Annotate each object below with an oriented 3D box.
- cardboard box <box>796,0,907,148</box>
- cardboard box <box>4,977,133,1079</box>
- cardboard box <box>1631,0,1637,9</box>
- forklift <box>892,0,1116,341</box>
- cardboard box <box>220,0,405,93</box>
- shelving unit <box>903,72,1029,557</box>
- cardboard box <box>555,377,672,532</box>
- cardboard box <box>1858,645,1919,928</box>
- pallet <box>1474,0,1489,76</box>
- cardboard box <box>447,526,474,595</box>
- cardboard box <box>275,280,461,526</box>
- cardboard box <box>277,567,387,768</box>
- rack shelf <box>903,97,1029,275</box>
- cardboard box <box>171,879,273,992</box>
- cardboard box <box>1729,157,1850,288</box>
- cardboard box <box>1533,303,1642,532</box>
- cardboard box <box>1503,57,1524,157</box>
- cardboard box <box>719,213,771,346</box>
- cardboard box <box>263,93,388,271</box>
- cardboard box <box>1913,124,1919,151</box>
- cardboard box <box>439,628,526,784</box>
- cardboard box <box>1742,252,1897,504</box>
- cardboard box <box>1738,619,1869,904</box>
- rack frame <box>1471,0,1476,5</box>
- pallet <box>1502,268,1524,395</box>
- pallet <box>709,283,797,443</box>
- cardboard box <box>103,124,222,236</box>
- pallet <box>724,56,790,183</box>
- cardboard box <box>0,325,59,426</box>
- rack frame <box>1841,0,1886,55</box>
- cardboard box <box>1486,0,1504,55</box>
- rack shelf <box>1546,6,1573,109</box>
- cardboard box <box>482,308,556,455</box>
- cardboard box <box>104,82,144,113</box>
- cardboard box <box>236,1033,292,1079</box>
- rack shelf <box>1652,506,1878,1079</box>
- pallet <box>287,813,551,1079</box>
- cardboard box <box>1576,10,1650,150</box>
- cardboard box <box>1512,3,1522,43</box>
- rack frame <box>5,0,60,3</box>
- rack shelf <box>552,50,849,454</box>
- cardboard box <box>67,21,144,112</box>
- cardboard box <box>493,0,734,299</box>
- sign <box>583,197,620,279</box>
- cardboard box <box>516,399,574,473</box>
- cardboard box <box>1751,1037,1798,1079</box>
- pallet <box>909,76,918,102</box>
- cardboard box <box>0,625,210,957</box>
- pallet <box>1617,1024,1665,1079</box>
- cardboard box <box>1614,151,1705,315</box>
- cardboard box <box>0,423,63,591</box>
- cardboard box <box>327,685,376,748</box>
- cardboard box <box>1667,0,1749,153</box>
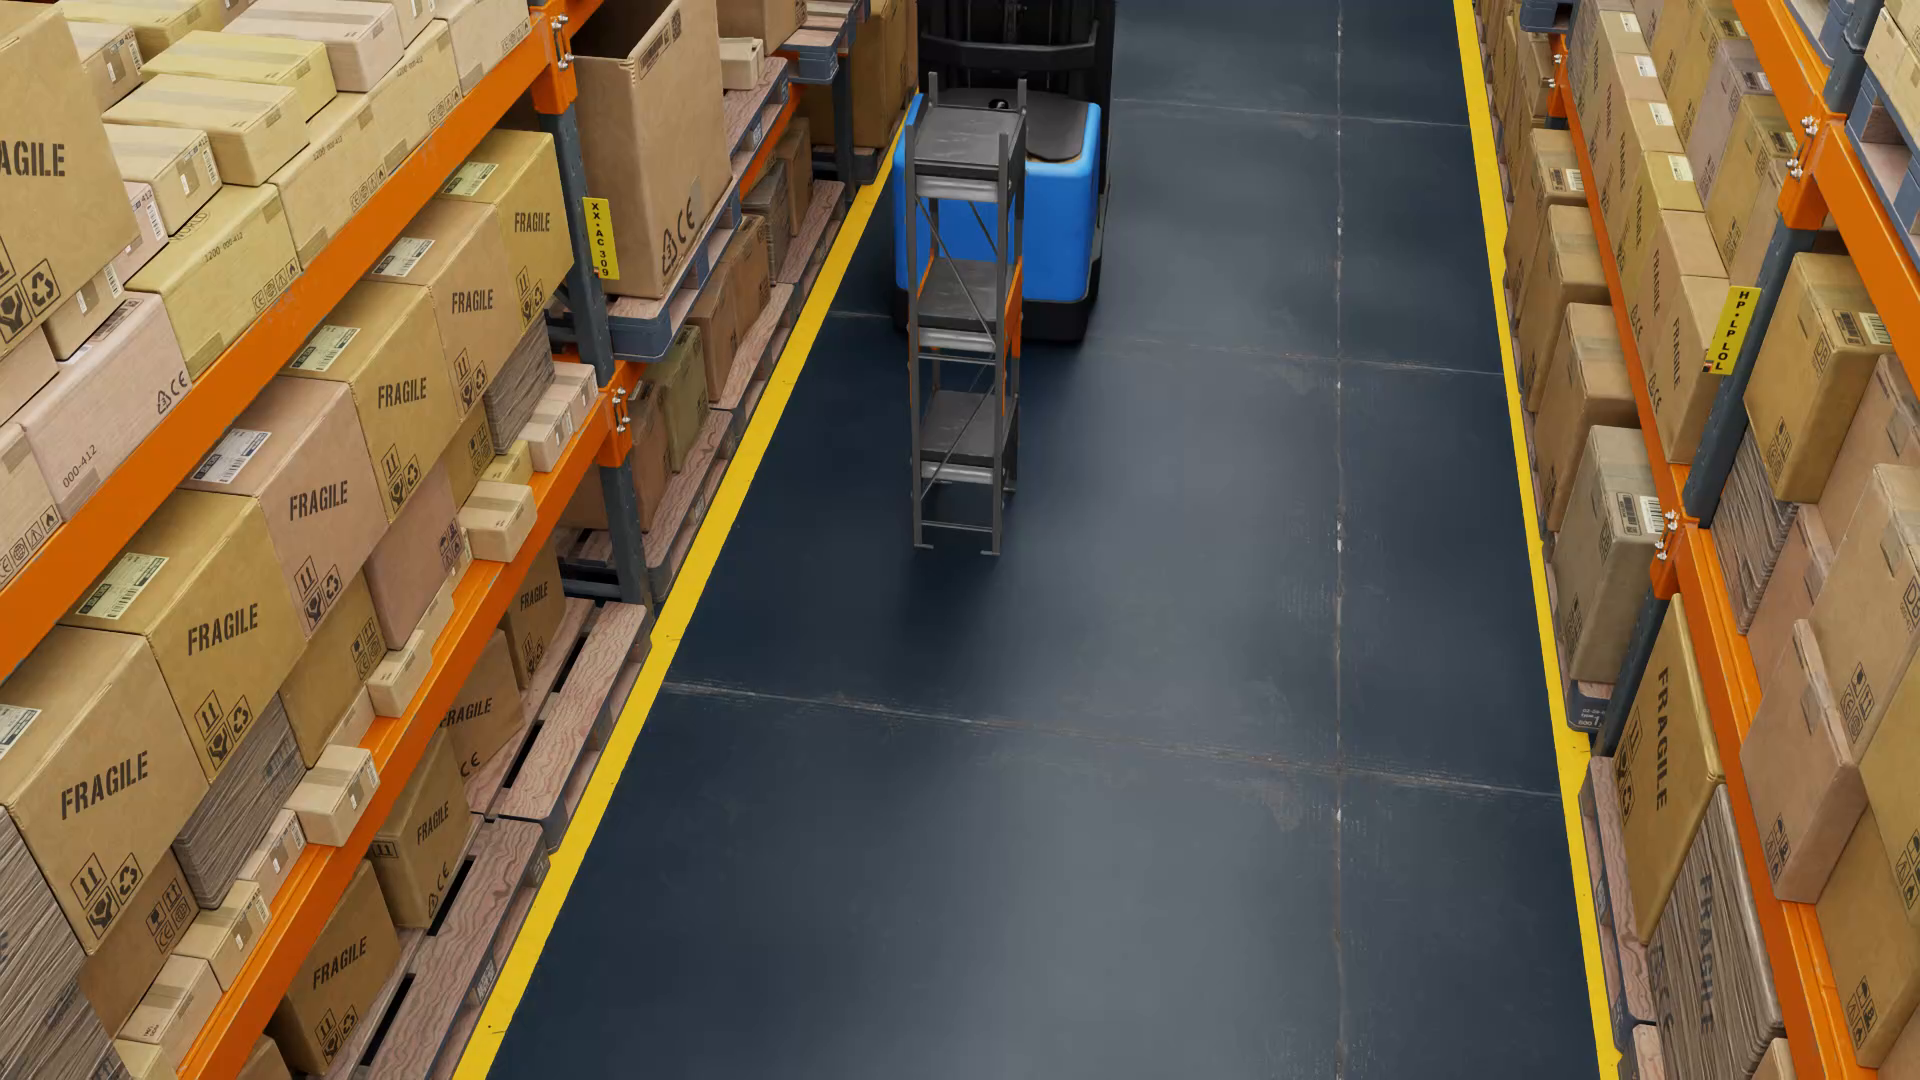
[{"bbox_3d":[-1.009,-3.098,10.481,1.225,0.875,0.875,5,40,6],"label":"cardboard box"},{"bbox_3d":[-2.411,1.201,3.632,0.875,0.500,0.500,6,40,8],"label":"cardboard box"},{"bbox_3d":[3.631,-2.858,7.989,0.700,0.500,0.500,6,40,7],"label":"cardboard box"},{"bbox_3d":[0.340,-3.134,9.240,1.130,2.935,3.031,5,40,6],"label":"forklift"},{"bbox_3d":[-1.730,-1.330,4.455,0.380,0.149,0.250,5,40,6],"label":"cardboard box"},{"bbox_3d":[0.029,-0.913,7.207,0.431,2.100,0.503,6,40,8],"label":"shelving unit"},{"bbox_3d":[-1.714,-0.403,7.500,0.700,0.500,0.500,4,40,4],"label":"cardboard box"},{"bbox_3d":[2.635,0.565,3.747,0.875,0.550,0.500,6,40,8],"label":"cardboard box"},{"bbox_3d":[4.277,-3.661,12.013,1.003,0.211,1.213,6,40,8],"label":"pallet"},{"bbox_3d":[-1.851,0.068,5.511,0.380,0.149,0.250,6,40,8],"label":"cardboard box"},{"bbox_3d":[-1.821,-0.412,4.798,0.500,0.500,0.500,6,40,8],"label":"cardboard box"},{"bbox_3d":[-2.216,0.252,4.779,0.875,0.500,0.500,6,40,8],"label":"cardboard box"},{"bbox_3d":[0.029,-1.442,6.769,0.431,0.518,0.480,6,40,8],"label":"rack shelf"},{"bbox_3d":[-2.056,1.015,4.365,0.380,0.149,0.250,6,40,8],"label":"cardboard box"},{"bbox_3d":[3.107,-0.940,5.670,0.700,0.500,0.500,6,40,7],"label":"cardboard box"},{"bbox_3d":[3.216,-0.503,7.441,1.050,0.750,0.750,6,40,8],"label":"cardboard box"},{"bbox_3d":[3.668,-2.680,10.270,0.500,0.500,0.500,8,40,9],"label":"cardboard box"},{"bbox_3d":[-1.420,-1.402,8.708,0.700,0.500,0.500,10,41,11],"label":"cardboard box"},{"bbox_3d":[-1.847,-0.951,4.309,0.500,0.250,0.500,6,40,7],"label":"cardboard box"},{"bbox_3d":[2.541,-0.953,3.984,0.380,0.149,0.250,6,40,8],"label":"cardboard box"},{"bbox_3d":[-2.042,0.594,6.309,0.500,0.500,0.500,19,43,21],"label":"cardboard box"},{"bbox_3d":[2.929,-0.450,4.975,0.875,0.550,0.550,6,40,8],"label":"cardboard box"},{"bbox_3d":[2.692,0.645,4.498,0.875,0.550,0.550,6,40,8],"label":"cardboard box"},{"bbox_3d":[4.411,-5.225,11.715,1.000,3.000,0.127,6,40,8],"label":"rack frame"},{"bbox_3d":[3.508,-1.153,8.979,1.003,0.211,1.213,6,40,8],"label":"pallet"},{"bbox_3d":[-1.499,-0.996,8.789,1.003,0.211,1.213,6,40,8],"label":"pallet"},{"bbox_3d":[-1.969,-0.843,3.867,0.380,0.149,0.250,5,40,6],"label":"cardboard box"},{"bbox_3d":[-1.451,-2.004,7.970,1.003,0.211,1.213,6,40,8],"label":"pallet"},{"bbox_3d":[-2.032,-0.342,3.261,0.380,0.149,0.250,6,40,8],"label":"cardboard box"},{"bbox_3d":[3.026,-2.516,3.731,1.000,3.000,0.127,6,40,8],"label":"rack frame"},{"bbox_3d":[3.932,-3.656,11.451,0.500,0.500,0.500,8,40,10],"label":"cardboard box"},{"bbox_3d":[4.065,-3.692,10.426,1.077,0.370,4.000,6,40,8],"label":"rack shelf"},{"bbox_3d":[-1.980,-0.692,5.921,0.875,0.500,0.500,6,40,8],"label":"cardboard box"},{"bbox_3d":[-2.354,-1.015,4.387,0.500,0.250,0.500,5,40,6],"label":"cardboard box"},{"bbox_3d":[-2.339,1.729,4.937,0.500,0.500,0.500,17,42,19],"label":"cardboard box"},{"bbox_3d":[2.680,1.328,4.354,1.077,0.370,4.000,6,40,8],"label":"rack shelf"},{"bbox_3d":[-2.131,1.454,5.826,1.003,0.211,1.213,6,40,8],"label":"pallet"},{"bbox_3d":[3.290,-2.181,7.956,0.500,0.500,0.500,6,40,7],"label":"cardboard box"},{"bbox_3d":[3.759,-3.295,10.425,0.500,0.250,0.500,7,40,9],"label":"cardboard box"},{"bbox_3d":[-6.027,-3.871,10.078,1.000,3.000,0.127,6,40,8],"label":"rack frame"},{"bbox_3d":[-1.495,-1.792,8.128,1.077,0.370,4.000,6,40,8],"label":"rack shelf"},{"bbox_3d":[-2.380,-1.237,4.343,0.380,0.149,0.250,6,40,7],"label":"cardboard box"},{"bbox_3d":[-1.566,-1.691,6.640,1.000,1.000,1.000,7,40,8],"label":"cardboard box"},{"bbox_3d":[-1.306,-1.093,6.038,0.100,0.325,0.005,6,40,8],"label":"sign"},{"bbox_3d":[-1.642,-0.394,6.070,0.380,0.149,0.250,6,40,8],"label":"cardboard box"},{"bbox_3d":[2.537,1.978,4.341,0.875,0.875,0.875,6,40,7],"label":"cardboard box"},{"bbox_3d":[-0.725,-3.500,11.817,1.003,0.211,1.213,6,40,8],"label":"pallet"},{"bbox_3d":[-2.076,0.529,3.659,0.500,0.500,0.500,6,40,8],"label":"cardboard box"},{"bbox_3d":[2.609,2.107,5.036,1.003,0.211,1.213,6,40,8],"label":"pallet"},{"bbox_3d":[3.028,-1.234,6.810,0.500,0.500,0.500,7,40,8],"label":"cardboard box"},{"bbox_3d":[-2.112,0.000,3.160,0.500,0.250,0.500,6,40,7],"label":"cardboard box"},{"bbox_3d":[-1.982,0.538,4.942,0.380,0.149,0.250,6,40,8],"label":"cardboard box"},{"bbox_3d":[3.370,-1.897,6.827,0.700,0.500,0.500,6,40,7],"label":"cardboard box"}]
